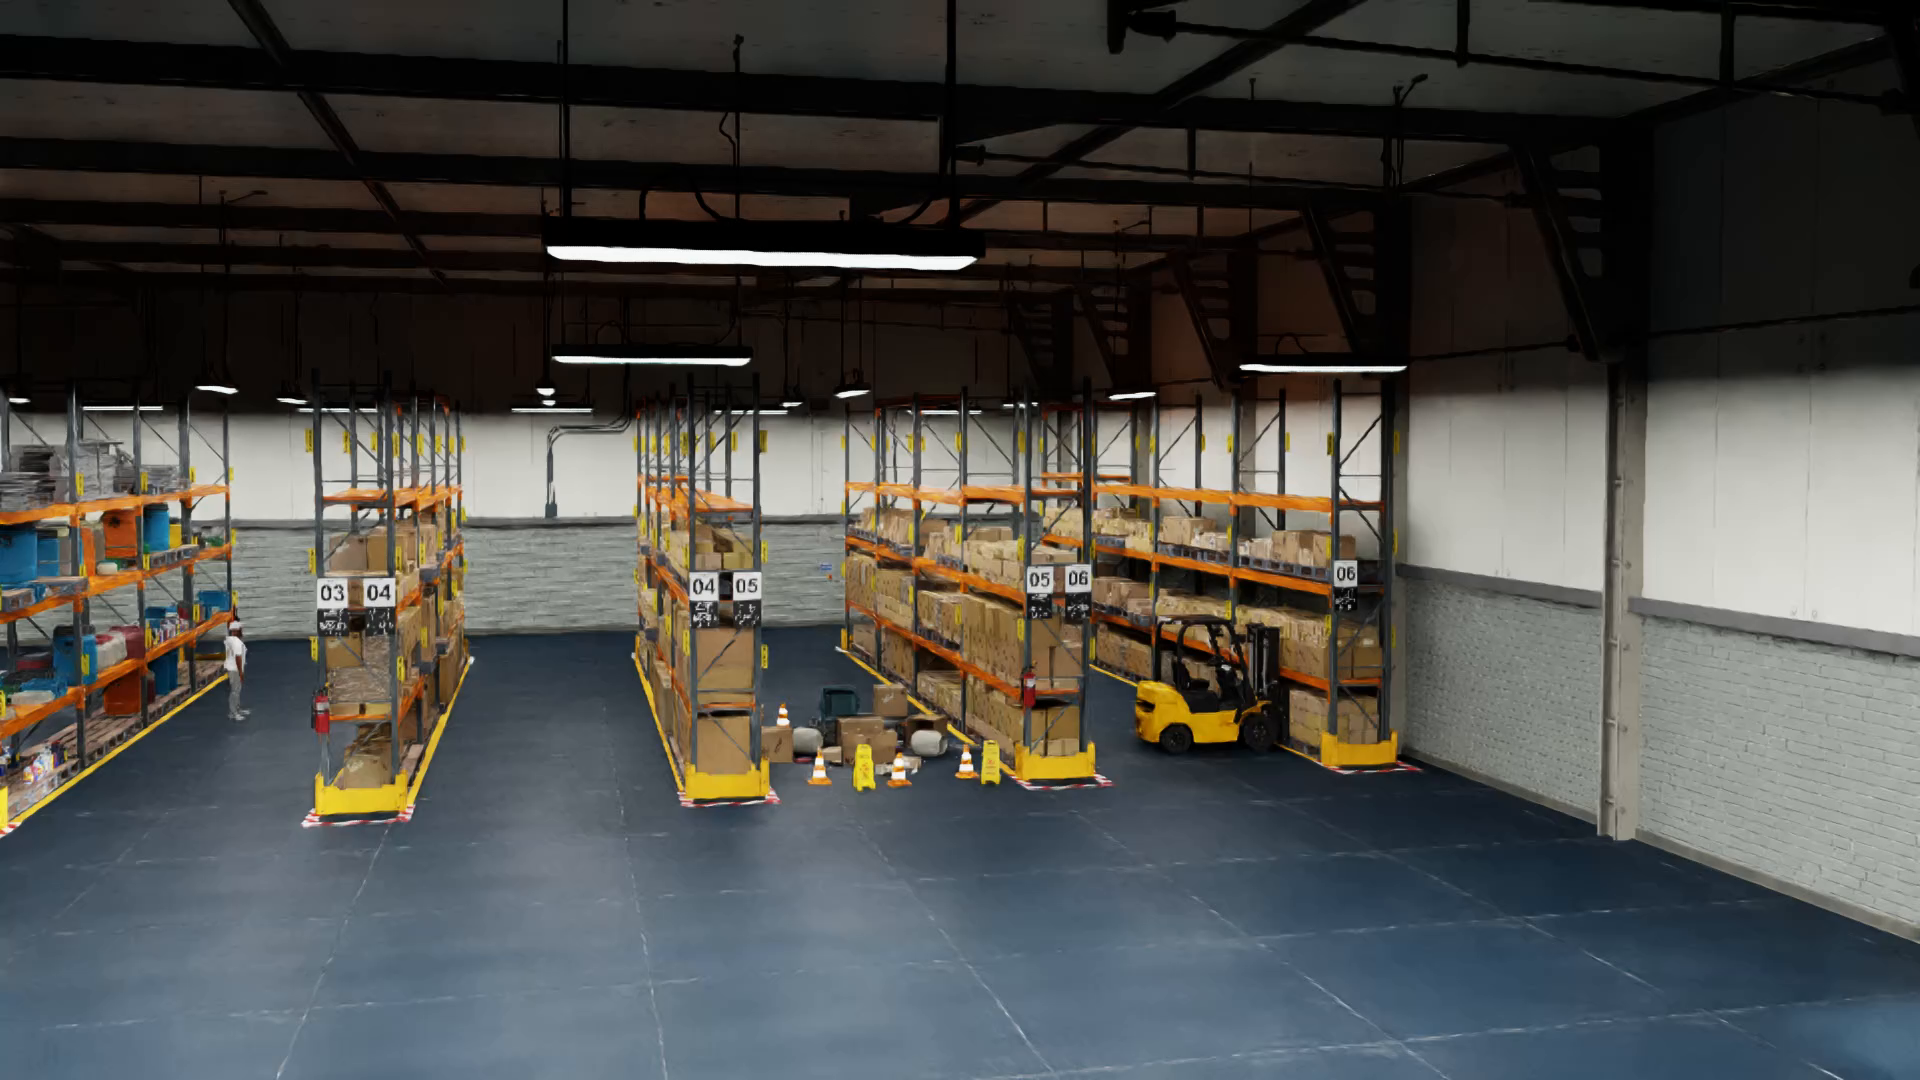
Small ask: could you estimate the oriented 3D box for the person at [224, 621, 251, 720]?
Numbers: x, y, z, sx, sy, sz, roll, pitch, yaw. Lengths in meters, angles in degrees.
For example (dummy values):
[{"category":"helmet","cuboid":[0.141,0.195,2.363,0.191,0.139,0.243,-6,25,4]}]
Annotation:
[{"category":"person","cuboid":[-13.115,2.354,30.233,0.464,1.772,0.645,-3,4,-37]}]
